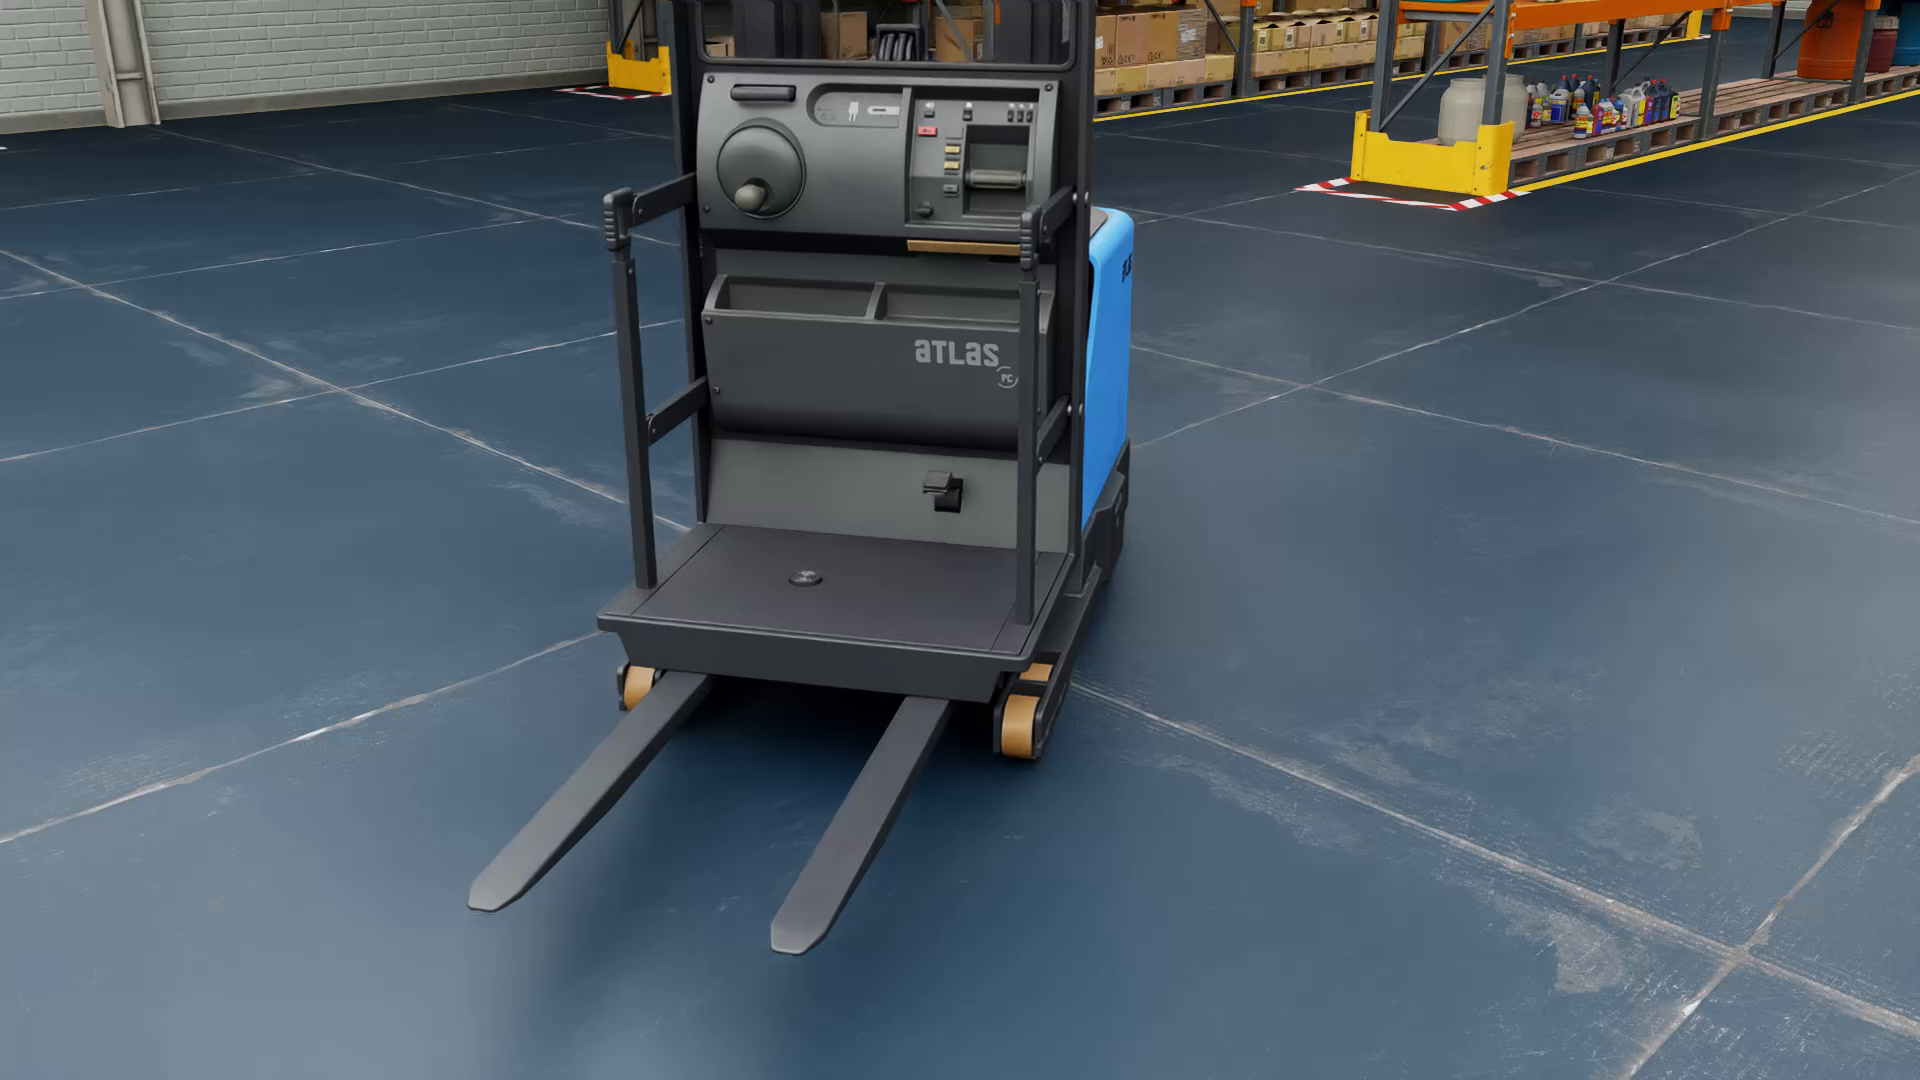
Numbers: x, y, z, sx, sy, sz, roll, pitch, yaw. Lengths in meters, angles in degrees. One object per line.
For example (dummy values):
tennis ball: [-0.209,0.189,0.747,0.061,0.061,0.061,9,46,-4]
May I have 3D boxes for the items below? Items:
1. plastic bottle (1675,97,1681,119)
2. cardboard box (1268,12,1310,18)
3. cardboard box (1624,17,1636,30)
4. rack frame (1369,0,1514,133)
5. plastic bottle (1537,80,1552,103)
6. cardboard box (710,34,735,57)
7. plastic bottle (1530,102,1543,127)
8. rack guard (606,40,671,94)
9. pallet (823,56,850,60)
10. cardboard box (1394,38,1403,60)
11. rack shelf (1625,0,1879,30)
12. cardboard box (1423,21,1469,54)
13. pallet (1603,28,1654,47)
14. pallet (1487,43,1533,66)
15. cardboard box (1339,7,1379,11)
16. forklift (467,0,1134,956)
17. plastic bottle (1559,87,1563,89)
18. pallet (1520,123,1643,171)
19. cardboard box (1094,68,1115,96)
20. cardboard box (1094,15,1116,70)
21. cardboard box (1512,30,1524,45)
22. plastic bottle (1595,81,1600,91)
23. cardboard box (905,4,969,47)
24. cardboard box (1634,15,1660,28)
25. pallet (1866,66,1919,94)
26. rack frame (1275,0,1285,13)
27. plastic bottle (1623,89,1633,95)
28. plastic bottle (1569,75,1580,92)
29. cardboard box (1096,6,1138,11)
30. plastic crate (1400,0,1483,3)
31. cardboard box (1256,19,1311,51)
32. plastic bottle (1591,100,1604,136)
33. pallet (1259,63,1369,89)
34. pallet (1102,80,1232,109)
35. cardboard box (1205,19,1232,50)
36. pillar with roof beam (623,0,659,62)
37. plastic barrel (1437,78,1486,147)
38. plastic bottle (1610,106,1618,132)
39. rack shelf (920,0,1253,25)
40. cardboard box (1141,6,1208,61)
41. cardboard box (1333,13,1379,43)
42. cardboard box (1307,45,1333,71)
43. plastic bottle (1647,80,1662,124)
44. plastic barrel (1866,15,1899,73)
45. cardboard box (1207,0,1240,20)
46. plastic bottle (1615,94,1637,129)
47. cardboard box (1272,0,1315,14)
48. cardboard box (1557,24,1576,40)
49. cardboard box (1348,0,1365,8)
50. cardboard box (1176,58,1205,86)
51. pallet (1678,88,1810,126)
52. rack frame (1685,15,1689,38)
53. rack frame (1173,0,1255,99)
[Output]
plastic bottle: [6.261,-3.803,14.576,0.097,0.201,0.097,0,21,0]
cardboard box: [3.883,-6.058,19.619,0.500,0.311,0.500,19,28,40]
cardboard box: [9.632,-7.897,24.805,0.797,0.503,0.637,19,28,41]
rack frame: [3.500,-4.047,11.923,1.000,3.000,0.127,19,28,41]
plastic bottle: [5.002,-3.783,14.315,0.144,0.351,0.185,19,28,40]
cardboard box: [-2.653,-5.779,19.563,0.500,0.311,0.500,-17,27,-38]
plastic bottle: [4.862,-3.595,14.035,0.097,0.201,0.097,0,21,0]
rack guard: [-3.545,-5.379,18.874,1.175,0.500,0.348,19,28,41]
pallet: [-2.102,-5.757,20.258,1.003,0.211,1.213,19,28,41]
cardboard box: [4.986,-5.927,20.062,0.500,0.250,0.500,19,28,40]
rack shelf: [7.686,-5.254,16.065,1.077,0.370,4.000,19,28,41]
cardboard box: [6.057,-6.428,20.989,0.500,0.500,0.500,-19,28,-40]
pallet: [9.656,-7.562,24.955,1.003,0.211,1.213,19,28,41]
pallet: [6.934,-6.537,22.288,1.003,0.211,1.213,19,28,41]
cardboard box: [4.959,-6.458,20.660,0.500,0.311,0.500,-19,28,-40]
forklift: [-0.263,-0.968,4.006,1.130,2.935,3.031,5,22,12]
plastic bottle: [5.223,-3.808,14.490,0.097,0.271,0.097,0,21,0]
pallet: [4.941,-3.296,13.857,1.003,0.211,1.213,19,28,41]
cardboard box: [1.183,-4.540,16.454,0.500,0.250,0.500,19,28,41]
cardboard box: [1.175,-4.893,16.327,0.500,0.500,0.500,19,28,41]
cardboard box: [7.132,-6.827,22.028,0.500,0.500,0.500,18,27,39]
plastic bottle: [5.625,-3.924,14.776,0.061,0.283,0.133,19,28,41]
cardboard box: [-0.306,-6.787,21.922,0.500,0.500,0.700,-19,28,-40]
cardboard box: [10.229,-7.885,25.126,0.500,0.250,0.500,19,28,41]
pallet: [10.452,-5.327,19.140,1.003,0.211,1.213,19,28,41]
rack frame: [4.774,-9.611,26.400,1.000,3.000,0.127,19,28,41]
plastic bottle: [5.791,-3.753,14.341,0.152,0.276,0.135,19,28,41]
plastic bottle: [5.431,-3.941,14.725,0.185,0.351,0.144,-19,28,-41]
cardboard box: [1.499,-5.281,17.335,0.500,0.500,0.500,19,28,41]
plastic crate: [3.635,-4.181,12.480,0.499,0.251,0.616,19,28,41]
cardboard box: [3.564,-5.662,18.589,0.500,0.311,0.500,19,28,40]
plastic bottle: [5.160,-3.426,13.481,0.133,0.283,0.061,-20,28,-41]
pallet: [4.082,-5.529,19.665,1.003,0.211,1.213,19,28,41]
pallet: [2.160,-4.821,17.822,1.003,0.211,1.213,19,28,41]
cardboard box: [2.822,-5.666,18.601,0.500,0.311,0.500,19,28,41]
pillar with roof beam: [-0.645,-8.646,15.526,9.100,9.000,0.400,19,28,41]
plastic barrel: [3.905,-3.270,12.784,0.421,0.512,0.421,0,21,0]
plastic bottle: [5.367,-3.474,13.718,0.097,0.201,0.097,0,21,0]
rack shelf: [1.349,-5.466,16.618,1.077,0.370,4.000,19,28,41]
cardboard box: [2.220,-5.279,17.331,0.500,0.500,0.500,19,28,41]
cardboard box: [4.634,-6.058,19.621,0.500,0.311,0.500,19,28,40]
cardboard box: [3.920,-5.535,19.042,0.500,0.250,0.500,18,28,39]
plastic bottle: [5.914,-3.757,14.248,0.144,0.351,0.185,18,27,38]
plastic barrel: [10.198,-5.594,18.724,0.600,0.588,0.708,19,28,41]
cardboard box: [3.795,-8.375,25.594,0.750,0.750,0.750,-19,28,-40]
plastic bottle: [5.573,-3.599,13.939,0.135,0.276,0.152,-20,28,-41]
cardboard box: [5.369,-8.807,27.206,0.700,0.500,0.500,20,29,41]
cardboard box: [8.186,-7.213,23.030,0.500,0.500,0.500,19,28,40]
cardboard box: [6.448,-9.206,28.243,0.700,0.500,0.500,18,27,39]
cardboard box: [2.222,-4.929,17.464,0.500,0.250,0.500,19,28,41]
pallet: [7.662,-4.300,16.469,1.003,0.211,1.213,19,28,41]
rack frame: [11.116,-9.401,25.852,1.000,3.000,0.127,19,28,41]
rack frame: [2.745,-6.316,17.826,1.000,3.000,0.127,19,28,41]
